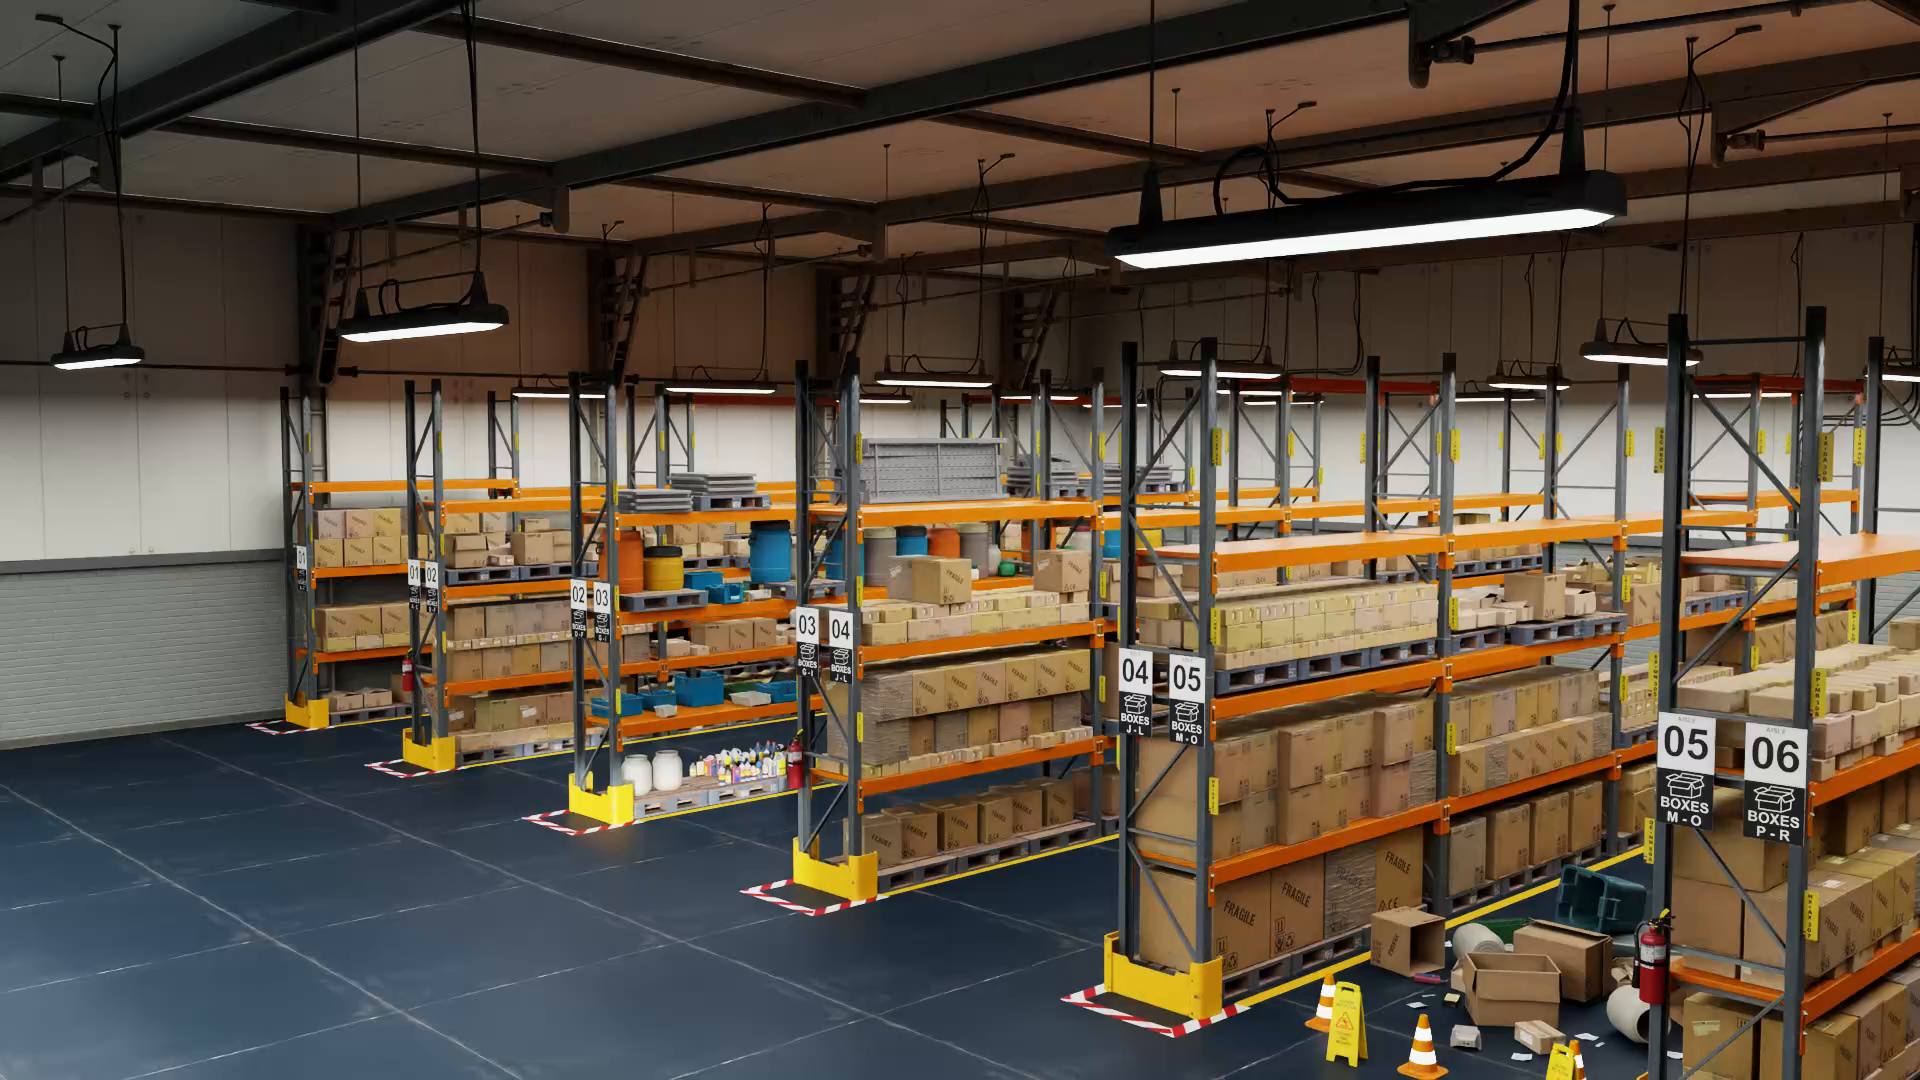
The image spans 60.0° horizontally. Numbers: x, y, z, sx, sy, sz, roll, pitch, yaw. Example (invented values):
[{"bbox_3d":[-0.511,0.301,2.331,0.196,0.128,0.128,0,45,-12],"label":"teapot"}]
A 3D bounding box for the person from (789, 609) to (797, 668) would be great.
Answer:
[{"bbox_3d":[-3.341,2.013,34.599,0.451,1.756,0.551,0,4,-2],"label":"person"}]

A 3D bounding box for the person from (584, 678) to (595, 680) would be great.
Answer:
[{"bbox_3d":[-6.873,2.389,30.586,0.537,1.751,0.488,-1,4,-18],"label":"person"}]
